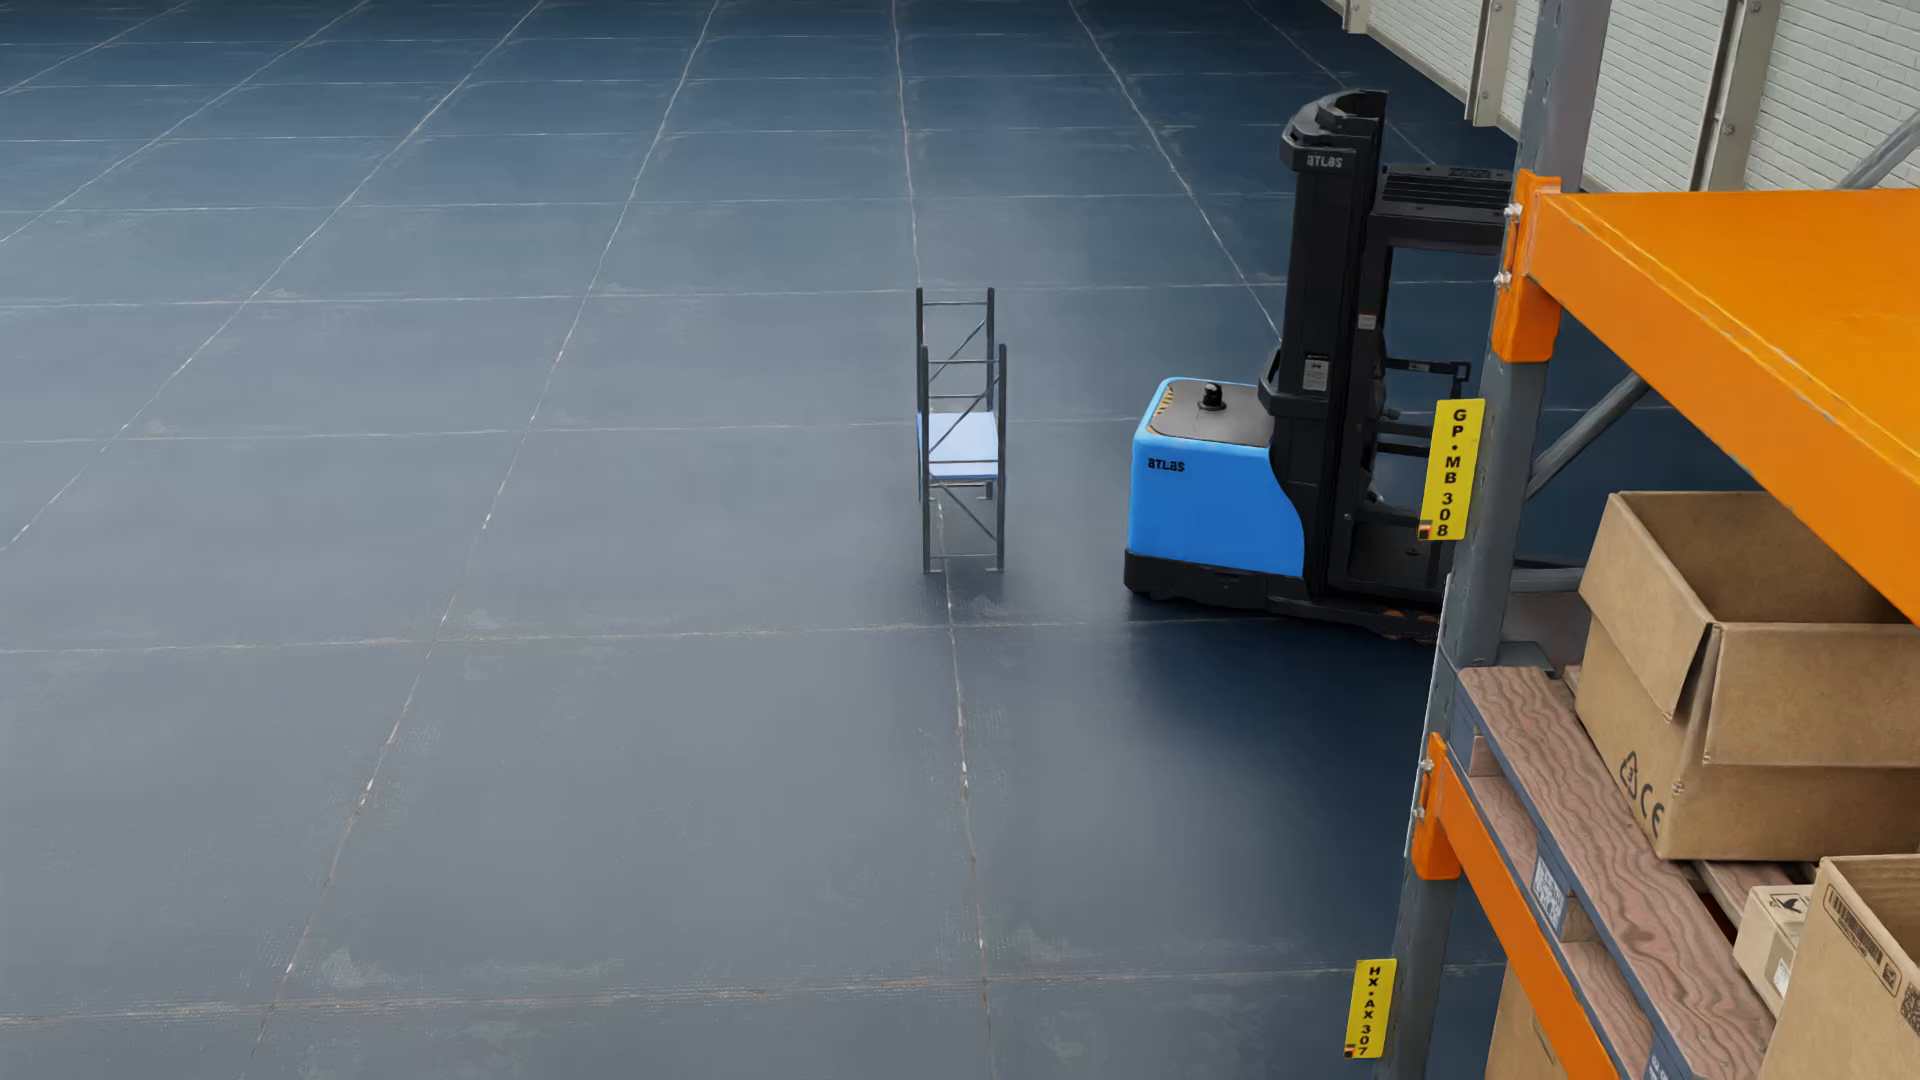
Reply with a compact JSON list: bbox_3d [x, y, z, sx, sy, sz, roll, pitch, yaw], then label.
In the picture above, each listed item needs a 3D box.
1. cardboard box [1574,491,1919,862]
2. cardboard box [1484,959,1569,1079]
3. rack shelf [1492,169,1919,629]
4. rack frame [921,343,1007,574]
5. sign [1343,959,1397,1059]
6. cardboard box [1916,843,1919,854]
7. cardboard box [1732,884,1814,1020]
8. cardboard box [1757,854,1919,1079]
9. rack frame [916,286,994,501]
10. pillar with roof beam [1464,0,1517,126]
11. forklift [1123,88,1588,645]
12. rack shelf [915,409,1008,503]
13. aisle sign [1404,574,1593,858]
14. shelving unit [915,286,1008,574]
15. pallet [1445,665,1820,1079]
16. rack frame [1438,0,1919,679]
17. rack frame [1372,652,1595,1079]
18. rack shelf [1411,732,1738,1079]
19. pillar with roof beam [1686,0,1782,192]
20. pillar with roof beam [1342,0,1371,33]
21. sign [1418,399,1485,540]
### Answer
[{"bbox_3d":[1.617,0.238,3.090,0.797,0.503,0.637,0,28,1],"label":"cardboard box"},{"bbox_3d":[1.605,1.217,3.662,0.700,0.500,0.500,-1,28,-2],"label":"cardboard box"},{"bbox_3d":[1.695,0.356,1.547,1.077,0.370,4.000,-1,28,-3],"label":"rack shelf"},{"bbox_3d":[0.022,-0.470,10.029,0.500,1.500,0.032,-1,28,-3],"label":"rack frame"},{"bbox_3d":[1.036,1.188,4.207,0.100,0.325,0.005,-1,28,-3],"label":"sign"},{"bbox_3d":[1.914,0.610,2.650,0.500,0.250,0.500,-1,28,-3],"label":"cardboard box"},{"bbox_3d":[1.476,0.677,2.631,0.380,0.149,0.250,-1,28,-3],"label":"cardboard box"},{"bbox_3d":[1.405,0.747,2.116,0.500,0.500,0.500,-1,28,-3],"label":"cardboard box"},{"bbox_3d":[-0.031,-0.939,10.929,0.500,1.500,0.032,-1,28,-3],"label":"rack frame"},{"bbox_3d":[2.199,-9.091,18.450,9.100,9.000,0.400,-1,28,-3],"label":"pillar with roof beam"},{"bbox_3d":[2.568,-0.971,9.443,3.031,2.935,1.130,8,29,15],"label":"forklift"},{"bbox_3d":[-0.004,-0.545,10.562,0.538,0.185,1.000,-1,28,-3],"label":"rack shelf"},{"bbox_3d":[1.282,0.421,3.889,0.394,0.787,0.004,-1,28,-3],"label":"aisle sign"},{"bbox_3d":[-0.004,-0.704,10.479,0.538,1.500,1.048,-1,28,-3],"label":"shelving unit"},{"bbox_3d":[1.602,0.633,3.145,1.003,0.211,1.213,-1,28,-3],"label":"pallet"},{"bbox_3d":[1.591,-1.064,3.059,1.000,3.000,0.127,-1,28,-3],"label":"rack frame"},{"bbox_3d":[1.591,1.596,4.446,1.000,3.000,0.127,-1,28,-3],"label":"rack frame"},{"bbox_3d":[1.695,1.509,2.148,1.077,0.370,4.000,-1,28,-3],"label":"rack shelf"},{"bbox_3d":[2.512,-6.320,13.137,9.100,9.000,0.400,-1,28,-3],"label":"pillar with roof beam"},{"bbox_3d":[1.886,-11.862,23.763,9.100,9.000,0.400,-1,28,-3],"label":"pillar with roof beam"},{"bbox_3d":[1.036,-0.146,3.511,0.100,0.325,0.005,-1,28,-3],"label":"sign"}]
